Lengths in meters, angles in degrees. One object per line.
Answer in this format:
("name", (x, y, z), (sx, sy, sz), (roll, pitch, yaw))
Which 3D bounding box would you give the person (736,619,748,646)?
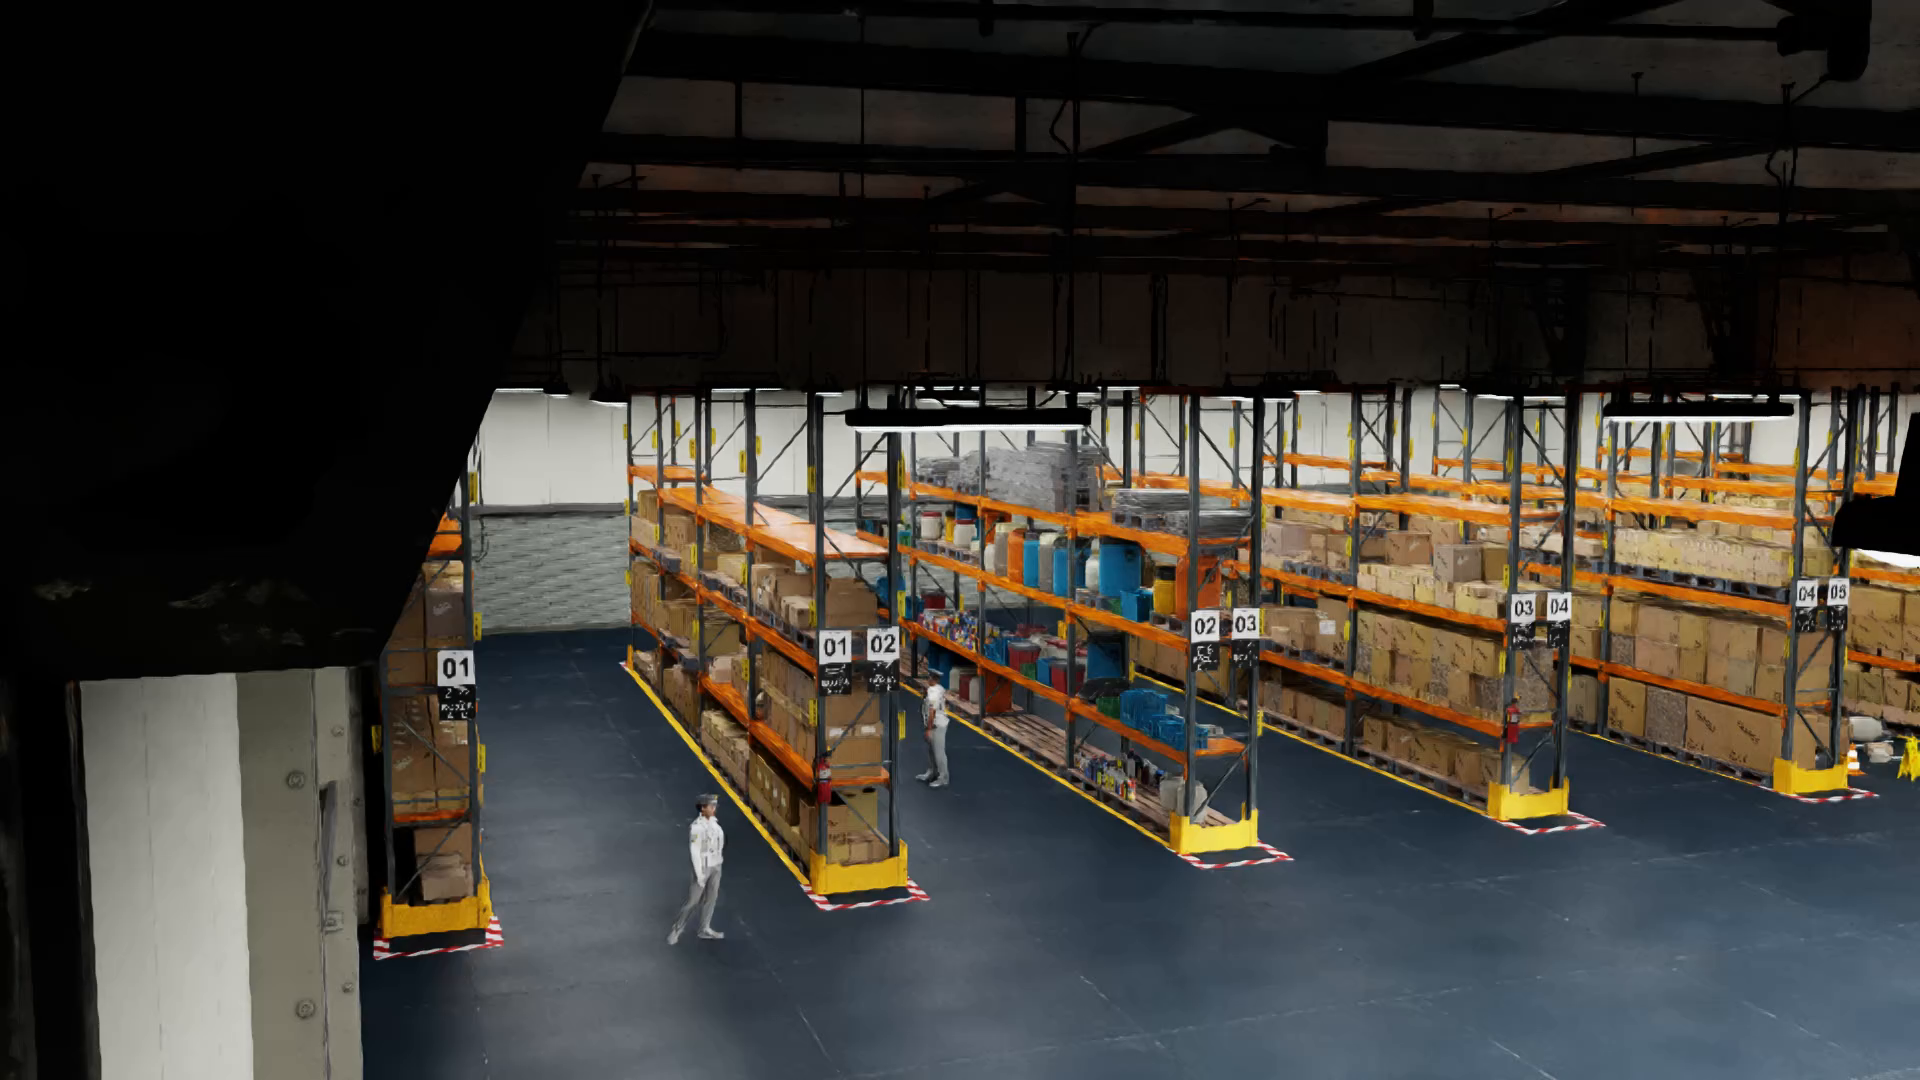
("person", (-4.564, 1.934, 34.245), (0.598, 1.698, 1.193), (-2, 6, -17))

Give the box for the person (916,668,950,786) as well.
("person", (-0.411, 2.833, 25.358), (0.562, 1.754, 0.623), (1, 6, 9))

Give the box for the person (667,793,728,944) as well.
("person", (-2.911, 3.621, 18.321), (0.489, 1.665, 0.668), (3, 7, 27))
